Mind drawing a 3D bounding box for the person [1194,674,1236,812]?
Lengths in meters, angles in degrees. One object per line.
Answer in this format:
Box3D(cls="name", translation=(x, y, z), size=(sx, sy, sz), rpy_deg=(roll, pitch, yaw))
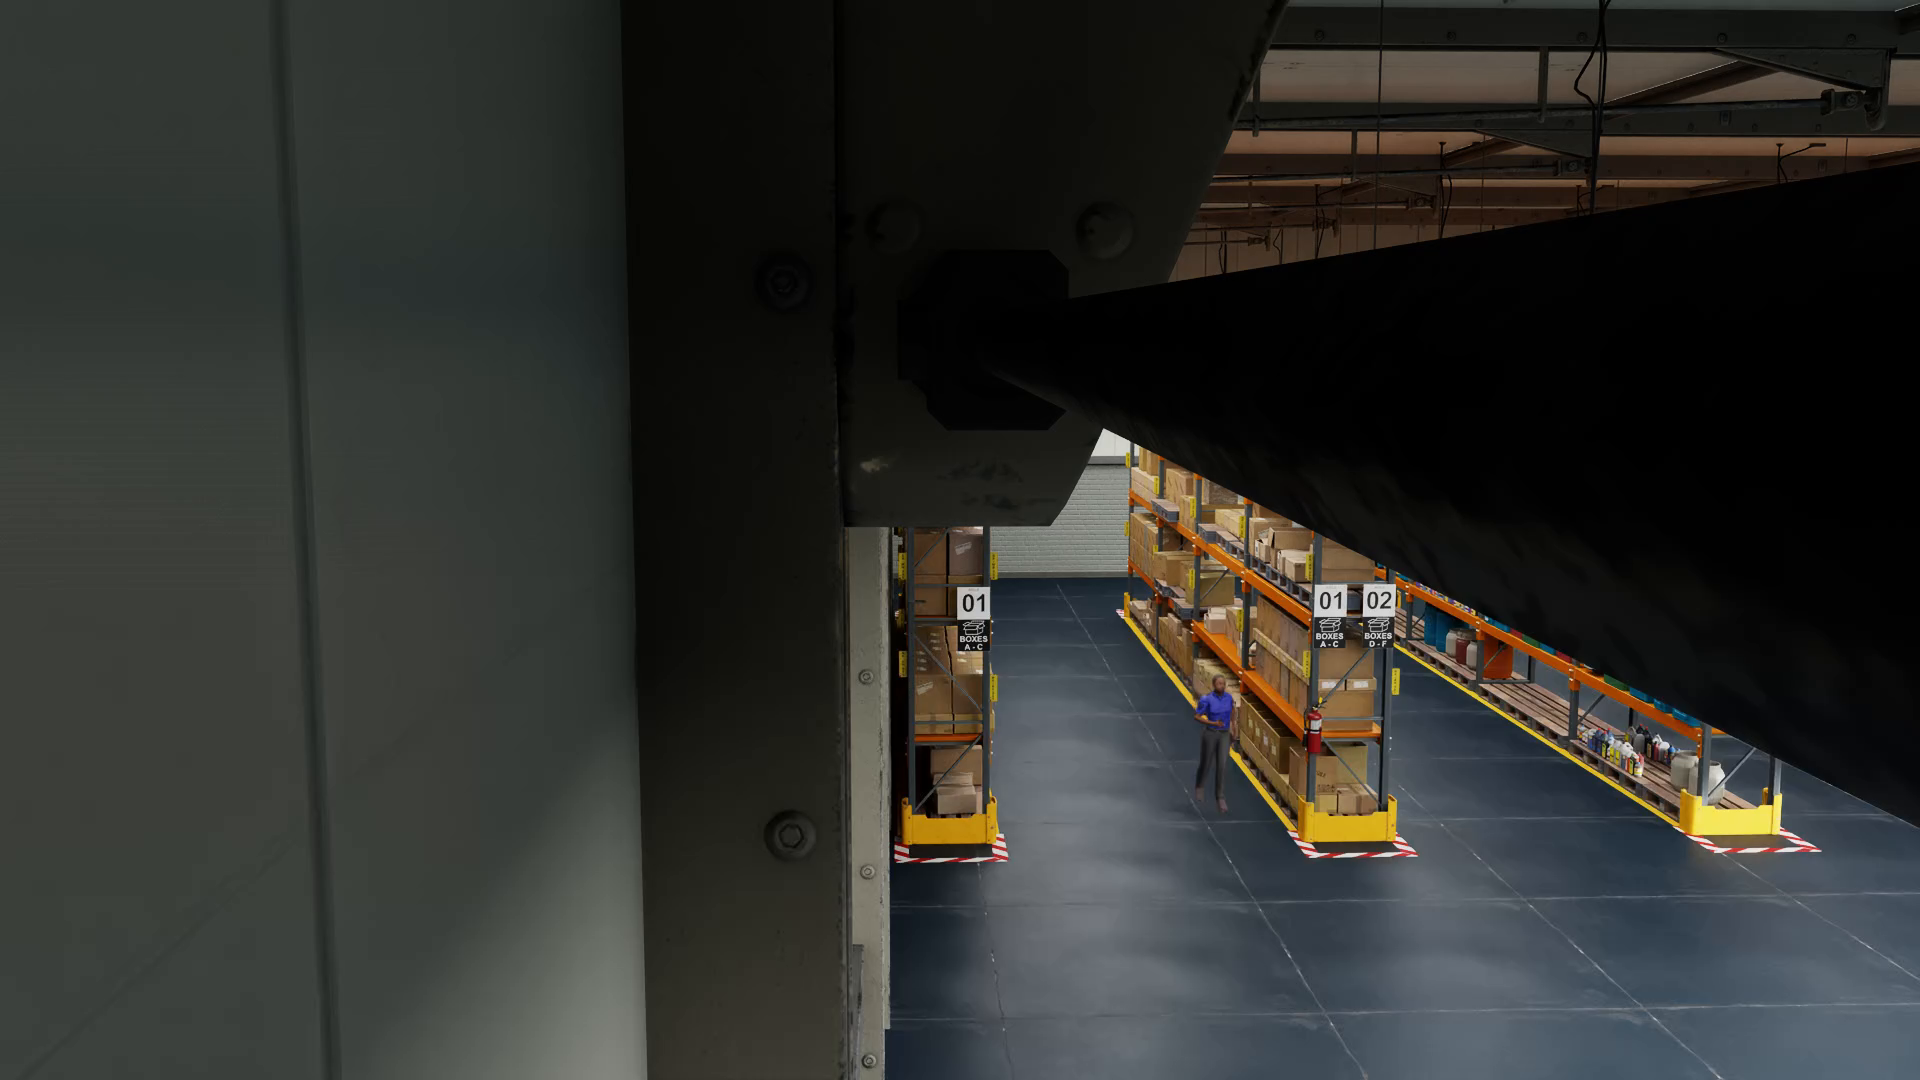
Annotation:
Box3D(cls="person", translation=(3.244, 2.546, 21.071), size=(0.626, 1.700, 0.792), rpy_deg=(-2, 8, -15))
